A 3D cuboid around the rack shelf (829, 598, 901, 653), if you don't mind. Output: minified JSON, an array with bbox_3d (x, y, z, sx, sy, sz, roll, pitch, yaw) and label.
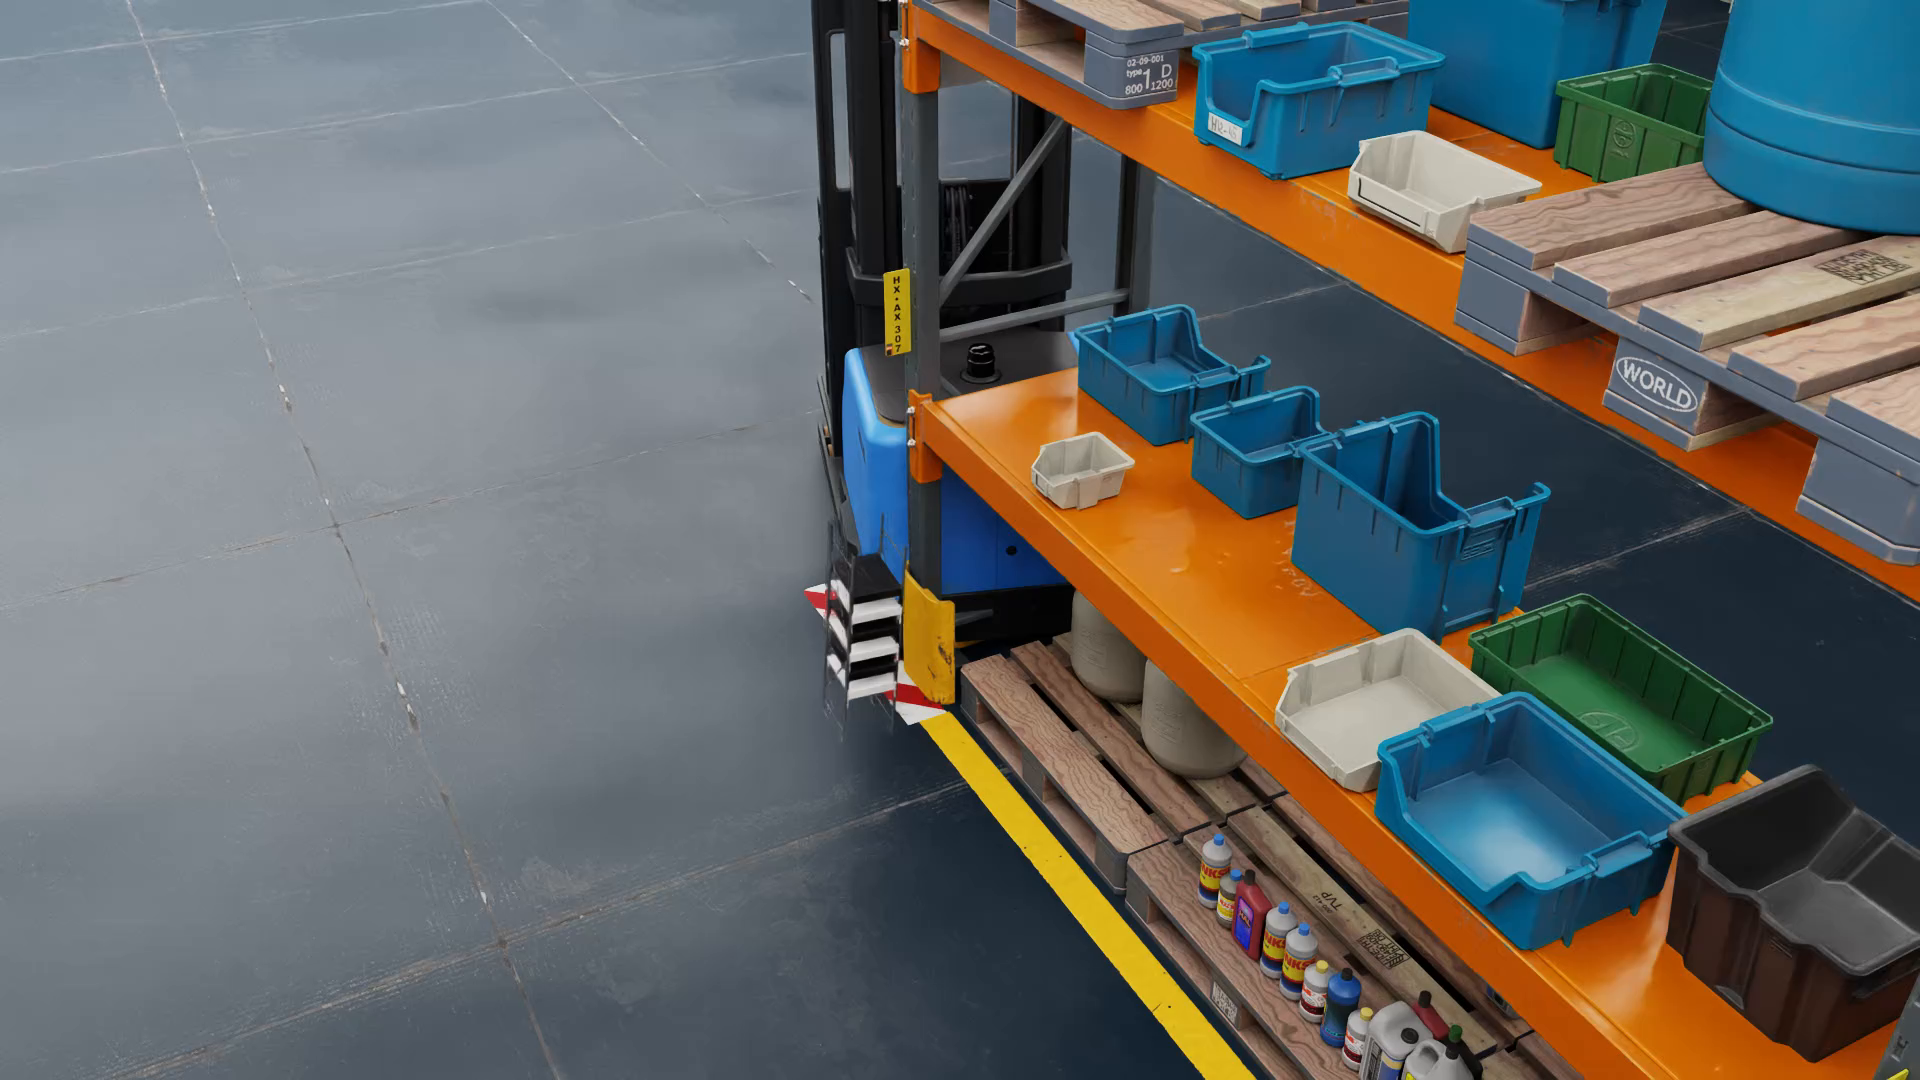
[{"bbox_3d":[-0.367,0.305,6.310,0.200,0.077,0.258,-11,37,-23],"label":"rack shelf"}]

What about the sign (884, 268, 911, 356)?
[{"bbox_3d":[-0.225,-0.818,5.990,0.100,0.325,0.005,-16,36,-23],"label":"sign"}]

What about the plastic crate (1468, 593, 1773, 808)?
[{"bbox_3d":[1.746,0.441,4.477,0.450,0.188,0.662,-16,36,-23],"label":"plastic crate"}]

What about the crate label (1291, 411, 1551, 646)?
[{"bbox_3d":[1.361,-0.043,5.003,0.502,0.435,0.616,-16,36,-23],"label":"crate label"}]

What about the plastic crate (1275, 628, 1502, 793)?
[{"bbox_3d":[1.148,0.471,4.479,0.530,0.136,0.437,-16,36,-23],"label":"plastic crate"}]

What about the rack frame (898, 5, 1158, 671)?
[{"bbox_3d":[0.264,-0.838,6.277,1.000,3.000,0.127,-16,36,-23],"label":"rack frame"}]

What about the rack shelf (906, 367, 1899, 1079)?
[{"bbox_3d":[1.196,0.419,4.982,1.077,0.370,4.000,-16,36,-23],"label":"rack shelf"}]

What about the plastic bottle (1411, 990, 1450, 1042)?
[{"bbox_3d":[1.355,1.443,4.827,0.061,0.283,0.133,-16,36,-23],"label":"plastic bottle"}]

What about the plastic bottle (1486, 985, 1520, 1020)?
[{"bbox_3d":[1.714,1.299,5.059,0.152,0.276,0.135,-16,36,-23],"label":"plastic bottle"}]

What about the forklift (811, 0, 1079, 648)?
[{"bbox_3d":[-0.107,-1.566,7.477,1.130,2.935,3.031,-5,33,-8],"label":"forklift"}]

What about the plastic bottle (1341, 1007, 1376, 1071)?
[{"bbox_3d":[1.182,1.455,4.884,0.097,0.201,0.097,0,33,0],"label":"plastic bottle"}]

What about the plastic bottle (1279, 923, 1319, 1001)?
[{"bbox_3d":[1.040,1.280,5.092,0.097,0.271,0.097,0,33,0],"label":"plastic bottle"}]

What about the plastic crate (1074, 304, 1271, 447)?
[{"bbox_3d":[0.762,-0.612,6.062,0.499,0.251,0.616,-16,36,-23],"label":"plastic crate"}]

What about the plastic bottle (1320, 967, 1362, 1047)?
[{"bbox_3d":[1.134,1.377,4.941,0.097,0.271,0.097,0,33,0],"label":"plastic bottle"}]

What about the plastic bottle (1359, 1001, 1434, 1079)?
[{"bbox_3d":[1.261,1.473,4.787,0.152,0.276,0.135,-15,36,-22],"label":"plastic bottle"}]

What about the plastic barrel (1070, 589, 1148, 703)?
[{"bbox_3d":[0.638,0.328,6.375,0.421,0.512,0.421,0,33,0],"label":"plastic barrel"}]

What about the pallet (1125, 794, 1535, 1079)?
[{"bbox_3d":[1.280,1.331,5.477,1.003,0.211,1.213,-16,36,-23],"label":"pallet"}]

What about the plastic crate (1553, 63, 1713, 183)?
[{"bbox_3d":[1.634,-0.924,3.828,0.336,0.188,0.450,-16,36,-23],"label":"plastic crate"}]

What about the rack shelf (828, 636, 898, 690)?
[{"bbox_3d":[-0.382,0.454,6.411,0.200,0.077,0.258,-11,37,-23],"label":"rack shelf"}]

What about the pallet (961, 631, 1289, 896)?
[{"bbox_3d":[0.715,0.750,6.384,1.003,0.211,1.213,-16,36,-23],"label":"pallet"}]

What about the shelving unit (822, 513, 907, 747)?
[{"bbox_3d":[-0.372,0.352,6.342,0.210,0.900,0.258,-11,37,-23],"label":"shelving unit"}]

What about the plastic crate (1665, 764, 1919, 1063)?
[{"bbox_3d":[1.997,0.815,3.755,0.767,0.338,0.504,-16,36,-23],"label":"plastic crate"}]

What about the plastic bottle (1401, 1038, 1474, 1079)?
[{"bbox_3d":[1.334,1.520,4.644,0.144,0.351,0.185,-16,36,-23],"label":"plastic bottle"}]

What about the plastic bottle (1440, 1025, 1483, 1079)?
[{"bbox_3d":[1.412,1.511,4.721,0.061,0.283,0.133,-16,36,-23],"label":"plastic bottle"}]

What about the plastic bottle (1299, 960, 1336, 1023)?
[{"bbox_3d":[1.086,1.357,5.037,0.097,0.201,0.097,0,33,0],"label":"plastic bottle"}]

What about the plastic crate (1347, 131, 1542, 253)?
[{"bbox_3d":[1.023,-0.745,3.597,0.243,0.136,0.396,-16,36,-23],"label":"plastic crate"}]

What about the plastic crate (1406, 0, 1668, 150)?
[{"bbox_3d":[1.419,-1.260,4.170,0.392,0.384,0.575,-16,36,-23],"label":"plastic crate"}]

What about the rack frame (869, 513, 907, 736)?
[{"bbox_3d":[-0.280,0.334,6.381,0.006,0.900,0.240,-11,37,-23],"label":"rack frame"}]

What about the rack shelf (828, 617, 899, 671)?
[{"bbox_3d":[-0.374,0.379,6.361,0.200,0.077,0.258,-11,37,-23],"label":"rack shelf"}]

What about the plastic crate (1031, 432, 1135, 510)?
[{"bbox_3d":[0.396,-0.219,5.556,0.298,0.136,0.250,-16,36,-23],"label":"plastic crate"}]

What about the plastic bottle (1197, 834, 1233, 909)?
[{"bbox_3d":[0.834,1.069,5.422,0.097,0.271,0.097,0,33,0],"label":"plastic bottle"}]

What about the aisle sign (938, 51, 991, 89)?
[{"bbox_3d":[-0.029,-1.893,5.515,0.394,0.787,0.004,-16,36,-23],"label":"aisle sign"}]

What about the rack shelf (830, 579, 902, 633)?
[{"bbox_3d":[-0.360,0.231,6.260,0.200,0.077,0.258,-11,37,-23],"label":"rack shelf"}]

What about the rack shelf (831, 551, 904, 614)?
[{"bbox_3d":[-0.353,0.156,6.210,0.200,0.077,0.258,-11,37,-23],"label":"rack shelf"}]

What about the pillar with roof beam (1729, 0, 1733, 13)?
[{"bbox_3d":[3.514,-7.520,11.146,9.100,9.000,0.400,-16,36,-23],"label":"pillar with roof beam"}]

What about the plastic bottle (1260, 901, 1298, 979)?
[{"bbox_3d":[0.993,1.233,5.167,0.097,0.271,0.097,0,33,0],"label":"plastic bottle"}]

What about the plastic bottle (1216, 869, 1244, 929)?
[{"bbox_3d":[0.882,1.148,5.364,0.097,0.201,0.097,0,33,0],"label":"plastic bottle"}]

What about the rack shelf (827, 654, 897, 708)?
[{"bbox_3d":[-0.389,0.528,6.461,0.200,0.077,0.258,-11,37,-23],"label":"rack shelf"}]

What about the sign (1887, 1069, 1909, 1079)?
[{"bbox_3d":[1.637,1.087,3.015,0.100,0.325,0.005,-16,36,-23],"label":"sign"}]

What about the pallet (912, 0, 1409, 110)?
[{"bbox_3d":[0.563,-1.602,4.865,1.003,0.211,1.213,-16,36,-23],"label":"pallet"}]

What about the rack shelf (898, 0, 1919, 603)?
[{"bbox_3d":[1.196,-0.844,4.173,1.077,0.370,4.000,-16,36,-23],"label":"rack shelf"}]

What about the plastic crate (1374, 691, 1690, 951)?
[{"bbox_3d":[1.373,0.674,4.056,0.499,0.251,0.616,-16,36,-23],"label":"plastic crate"}]

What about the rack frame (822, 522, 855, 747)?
[{"bbox_3d":[-0.464,0.369,6.303,0.006,0.900,0.240,-11,37,-23],"label":"rack frame"}]

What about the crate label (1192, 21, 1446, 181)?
[{"bbox_3d":[0.844,-1.062,3.984,0.502,0.251,0.408,-16,36,-23],"label":"crate label"}]

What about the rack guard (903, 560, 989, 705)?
[{"bbox_3d":[0.341,0.239,6.914,1.175,0.500,0.348,-16,36,-23],"label":"rack guard"}]

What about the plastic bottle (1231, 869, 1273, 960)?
[{"bbox_3d":[0.923,1.177,5.243,0.061,0.283,0.133,-15,36,-22],"label":"plastic bottle"}]

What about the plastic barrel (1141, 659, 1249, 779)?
[{"bbox_3d":[0.872,0.567,6.002,0.421,0.512,0.421,0,33,0],"label":"plastic barrel"}]

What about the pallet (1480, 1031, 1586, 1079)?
[{"bbox_3d":[1.853,1.914,4.567,1.003,0.211,1.213,-16,36,-23],"label":"pallet"}]

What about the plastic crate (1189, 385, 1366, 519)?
[{"bbox_3d":[1.060,-0.300,5.576,0.499,0.251,0.408,-16,36,-23],"label":"plastic crate"}]

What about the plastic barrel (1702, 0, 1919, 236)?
[{"bbox_3d":[1.760,-1.082,3.024,0.600,0.901,0.708,-16,36,-23],"label":"plastic barrel"}]

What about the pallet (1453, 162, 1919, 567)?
[{"bbox_3d":[1.706,-0.432,3.039,1.213,0.211,1.003,-16,36,-23],"label":"pallet"}]
